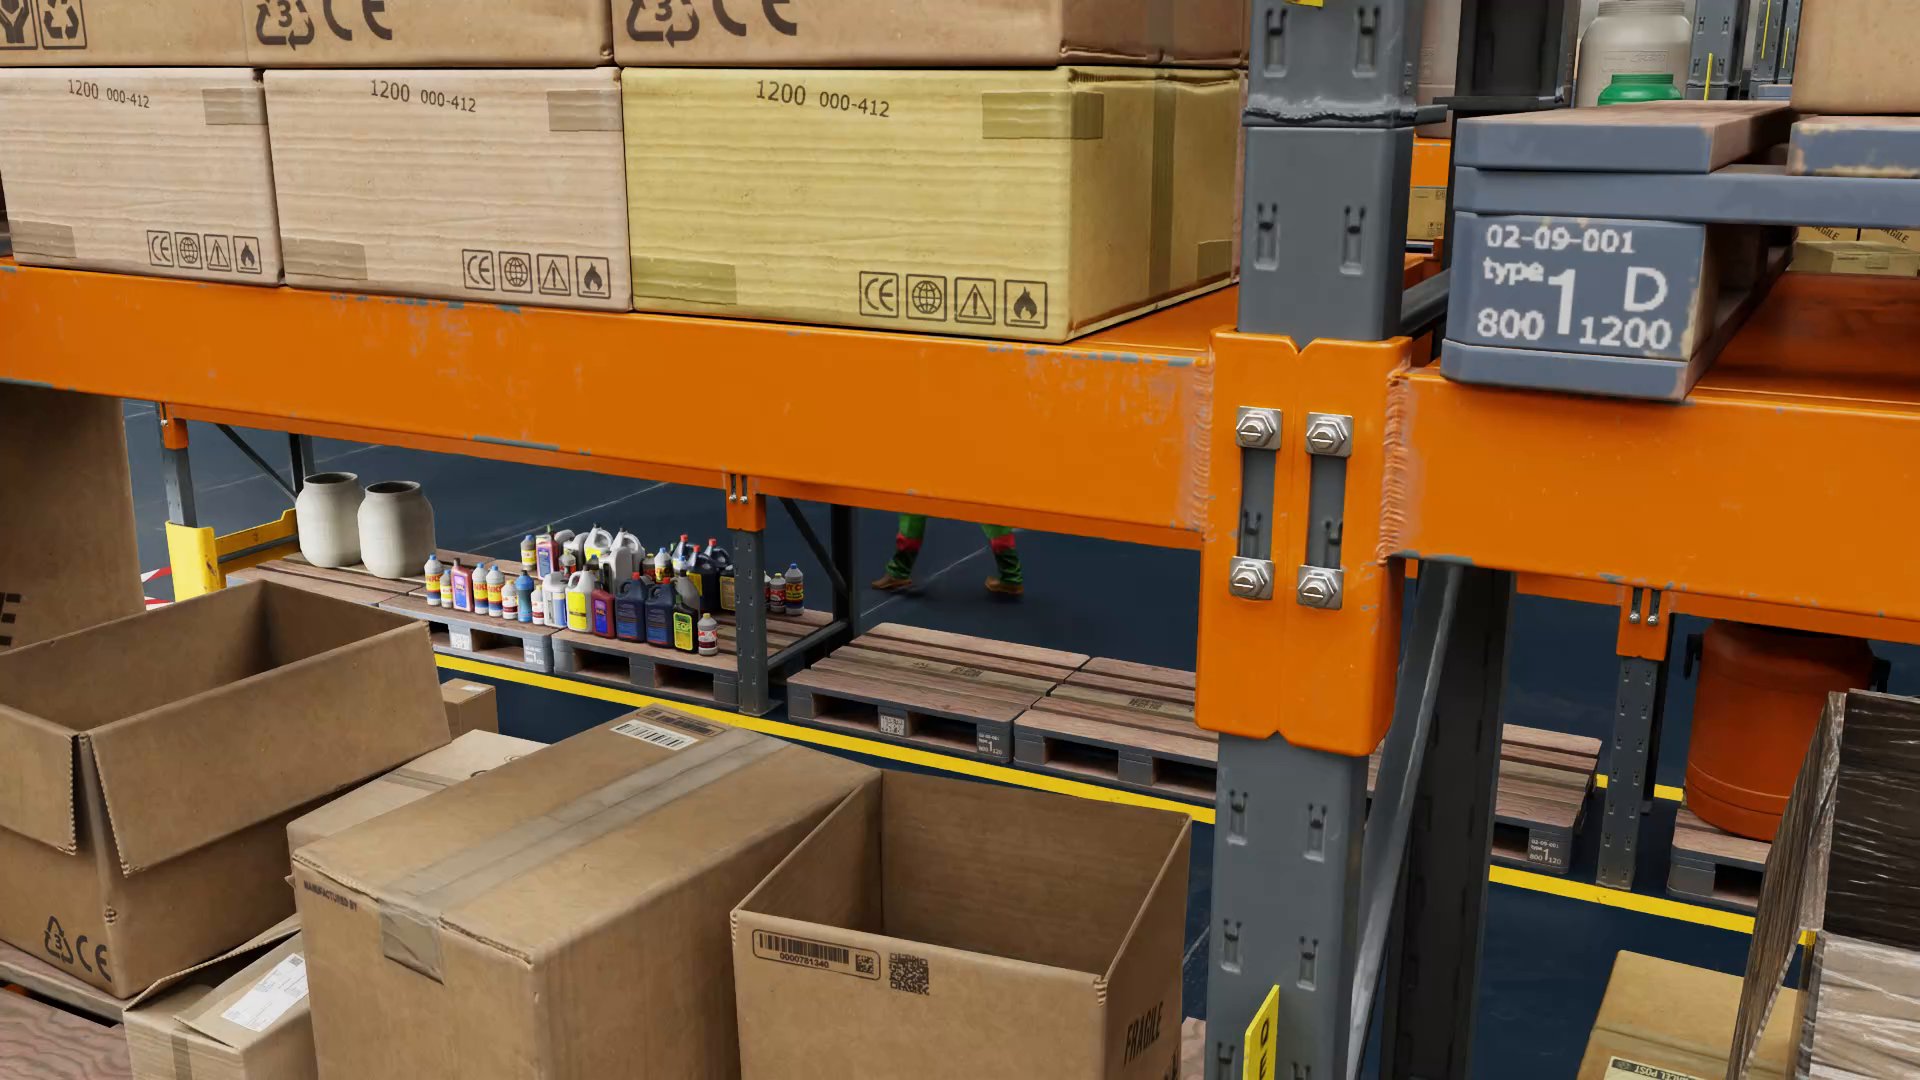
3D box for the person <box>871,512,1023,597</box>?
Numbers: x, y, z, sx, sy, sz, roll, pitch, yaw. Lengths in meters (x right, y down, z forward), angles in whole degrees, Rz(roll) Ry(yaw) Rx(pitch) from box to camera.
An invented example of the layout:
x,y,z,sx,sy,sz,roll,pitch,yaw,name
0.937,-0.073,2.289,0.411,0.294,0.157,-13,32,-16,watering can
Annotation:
x,y,z,sx,sy,sz,roll,pitch,yaw,name
-0.095,-0.508,9.872,0.952,1.777,0.630,10,18,32,person
